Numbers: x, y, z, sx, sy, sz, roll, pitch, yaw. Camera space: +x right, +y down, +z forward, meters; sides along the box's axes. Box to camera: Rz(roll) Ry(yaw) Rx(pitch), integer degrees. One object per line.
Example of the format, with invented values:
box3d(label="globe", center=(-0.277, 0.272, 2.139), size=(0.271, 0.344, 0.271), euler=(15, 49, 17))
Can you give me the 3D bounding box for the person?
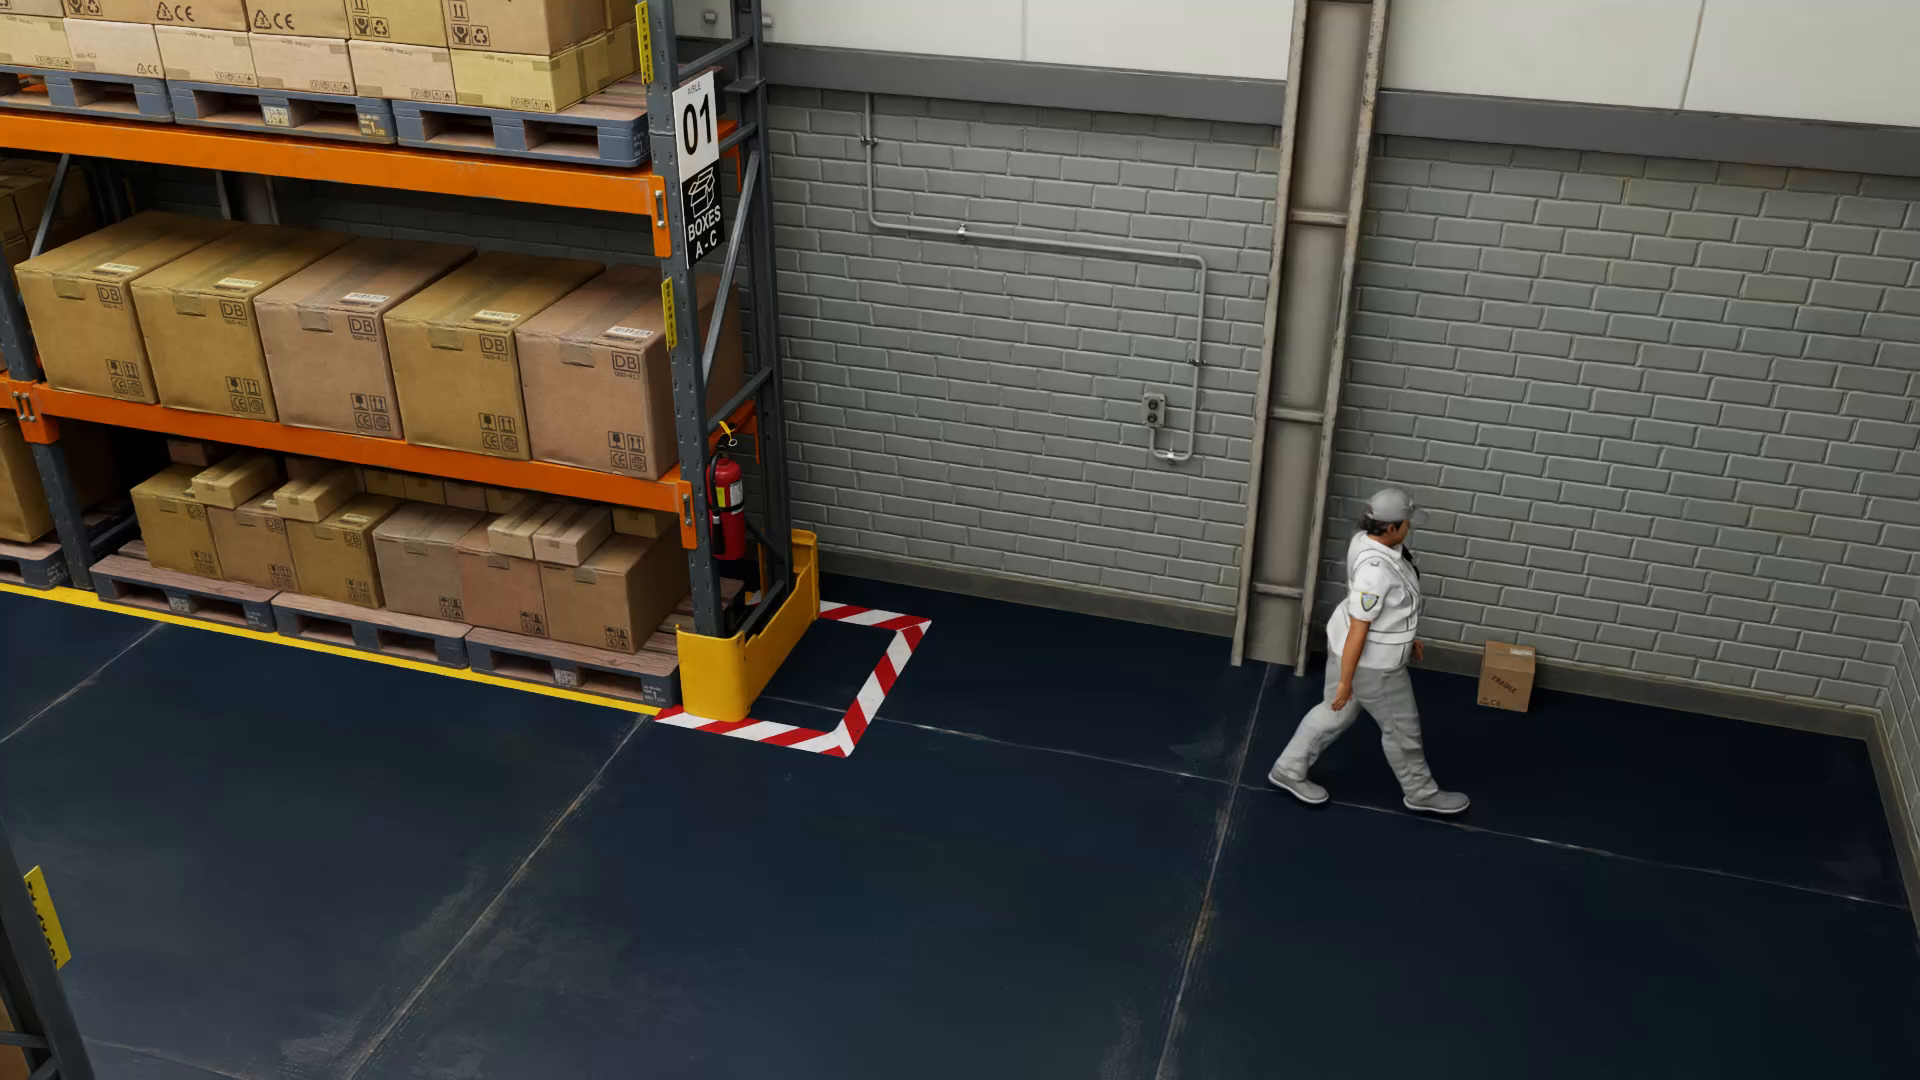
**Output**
box3d(label="person", center=(1.944, 0.520, 7.567), size=(0.930, 1.607, 0.560), euler=(2, 29, 3))
